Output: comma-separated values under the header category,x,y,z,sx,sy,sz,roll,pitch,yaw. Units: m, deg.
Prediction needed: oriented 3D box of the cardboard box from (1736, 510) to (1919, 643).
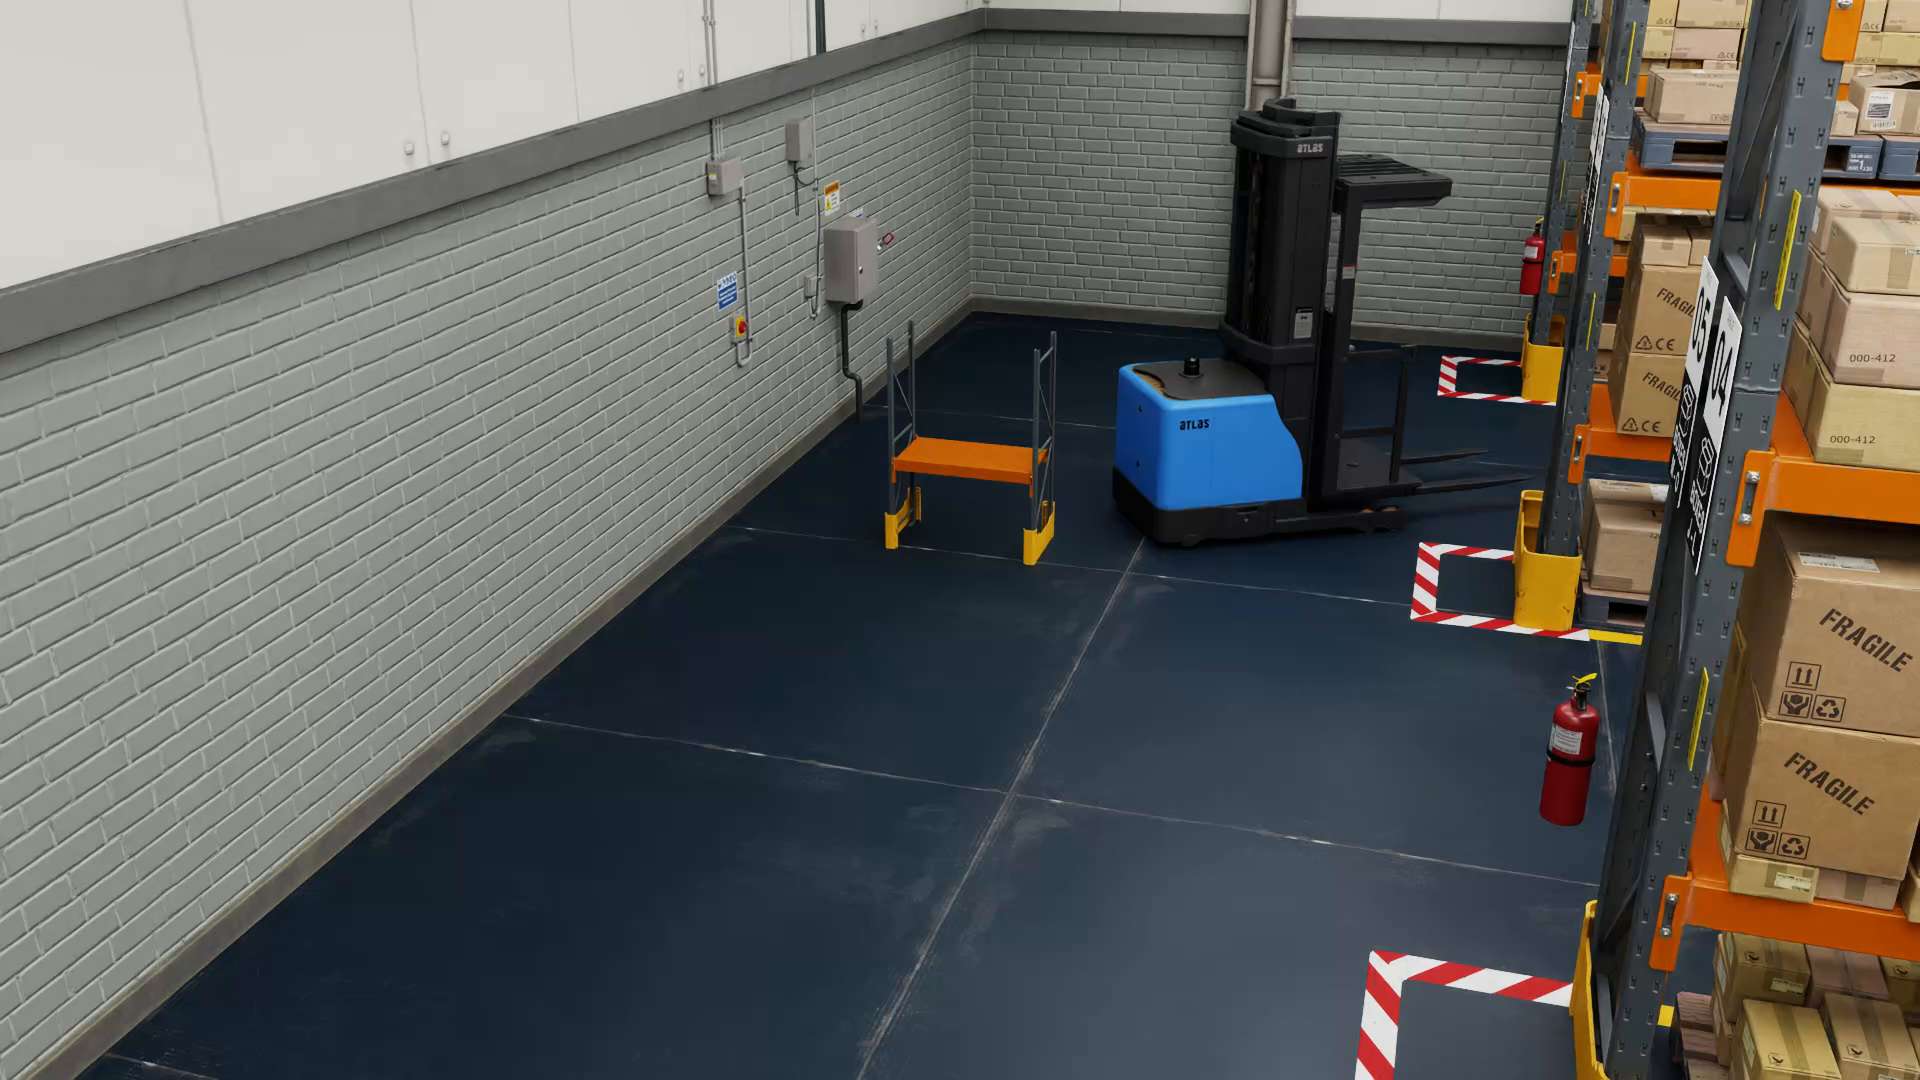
category,x,y,z,sx,sy,sz,roll,pitch,yaw
cardboard box,3.012,0.086,5.766,0.500,0.500,0.500,6,23,14

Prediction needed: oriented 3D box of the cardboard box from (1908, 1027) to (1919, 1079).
category,x,y,z,sx,sy,sz,roll,pitch,yaw
cardboard box,3.408,1.864,5.692,0.250,0.149,0.380,6,23,15

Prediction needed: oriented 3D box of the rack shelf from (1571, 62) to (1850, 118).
category,x,y,z,sx,sy,sz,roll,pitch,yaw
rack shelf,7.180,-3.676,13.775,4.000,0.370,1.077,7,23,16

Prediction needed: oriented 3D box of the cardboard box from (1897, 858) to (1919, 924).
category,x,y,z,sx,sy,sz,roll,pitch,yaw
cardboard box,3.215,1.106,5.453,0.250,0.149,0.380,6,23,14

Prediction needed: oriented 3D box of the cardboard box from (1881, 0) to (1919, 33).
category,x,y,z,sx,sy,sz,roll,pitch,yaw
cardboard box,7.571,-4.168,13.173,0.500,0.250,0.500,7,23,16

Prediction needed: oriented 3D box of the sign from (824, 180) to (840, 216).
category,x,y,z,sx,sy,sz,roll,pitch,yaw
sign,-1.038,-2.778,13.502,0.001,0.242,0.339,7,23,16

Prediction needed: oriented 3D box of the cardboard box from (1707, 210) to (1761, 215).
category,x,y,z,sx,sy,sz,roll,pitch,yaw
cardboard box,6.591,-2.651,14.087,0.500,0.250,0.500,6,23,14

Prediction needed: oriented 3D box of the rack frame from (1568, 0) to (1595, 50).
category,x,y,z,sx,sy,sz,roll,pitch,yaw
rack frame,5.265,-5.616,13.603,0.127,3.000,1.000,7,23,16

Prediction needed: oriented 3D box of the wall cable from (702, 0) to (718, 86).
category,x,y,z,sx,sy,sz,roll,pitch,yaw
wall cable,-1.692,-4.333,10.476,0.029,3.000,0.463,7,23,16

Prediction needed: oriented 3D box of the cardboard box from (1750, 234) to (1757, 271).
category,x,y,z,sx,sy,sz,roll,pitch,yaw
cardboard box,4.582,-1.633,9.494,0.250,0.149,0.380,7,23,17

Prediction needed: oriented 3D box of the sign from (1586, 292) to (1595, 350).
category,x,y,z,sx,sy,sz,roll,pitch,yaw
sign,3.669,-1.273,9.675,0.005,0.325,0.100,7,23,16

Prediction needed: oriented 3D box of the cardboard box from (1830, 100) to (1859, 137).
category,x,y,z,sx,sy,sz,roll,pitch,yaw
cardboard box,4.810,-2.346,9.229,0.250,0.149,0.380,7,23,17

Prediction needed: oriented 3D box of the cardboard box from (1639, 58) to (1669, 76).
category,x,y,z,sx,sy,sz,roll,pitch,yaw
cardboard box,5.762,-3.973,13.882,0.250,0.149,0.380,7,23,16

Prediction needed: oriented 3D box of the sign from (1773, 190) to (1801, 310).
category,x,y,z,sx,sy,sz,roll,pitch,yaw
sign,2.345,-0.822,4.717,0.005,0.325,0.100,7,23,16

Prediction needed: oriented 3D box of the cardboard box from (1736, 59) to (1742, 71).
category,x,y,z,sx,sy,sz,roll,pitch,yaw
cardboard box,6.464,-3.848,13.577,0.250,0.149,0.380,6,23,15

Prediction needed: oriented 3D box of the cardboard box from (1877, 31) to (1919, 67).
category,x,y,z,sx,sy,sz,roll,pitch,yaw
cardboard box,7.573,-3.933,13.259,0.500,0.250,0.500,7,23,17

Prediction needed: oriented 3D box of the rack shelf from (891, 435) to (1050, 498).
category,x,y,z,sx,sy,sz,roll,pitch,yaw
rack shelf,0.082,-0.518,11.531,1.000,0.185,0.538,7,23,16

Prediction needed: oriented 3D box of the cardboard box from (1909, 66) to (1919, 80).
category,x,y,z,sx,sy,sz,roll,pitch,yaw
cardboard box,7.696,-3.735,13.300,0.250,0.149,0.380,7,23,17

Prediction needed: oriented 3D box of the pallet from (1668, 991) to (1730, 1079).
category,x,y,z,sx,sy,sz,roll,pitch,yaw
pallet,3.342,2.173,6.193,1.213,0.211,1.003,7,23,16

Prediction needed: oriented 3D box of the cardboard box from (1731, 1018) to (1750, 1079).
category,x,y,z,sx,sy,sz,roll,pitch,yaw
cardboard box,2.929,1.911,5.970,0.250,0.149,0.380,8,23,18

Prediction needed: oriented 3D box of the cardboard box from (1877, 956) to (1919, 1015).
category,x,y,z,sx,sy,sz,roll,pitch,yaw
cardboard box,3.590,1.619,6.289,0.250,0.149,0.380,6,23,14

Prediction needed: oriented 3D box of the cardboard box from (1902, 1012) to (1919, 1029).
category,x,y,z,sx,sy,sz,roll,pitch,yaw
cardboard box,3.588,1.771,6.312,0.250,0.149,0.380,6,23,13

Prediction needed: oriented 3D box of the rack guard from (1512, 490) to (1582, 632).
category,x,y,z,sx,sy,sz,roll,pitch,yaw
rack guard,3.812,0.117,10.825,0.348,0.500,1.175,7,23,16

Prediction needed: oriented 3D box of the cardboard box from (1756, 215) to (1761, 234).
category,x,y,z,sx,sy,sz,roll,pitch,yaw
cardboard box,4.758,-1.862,10.053,0.250,0.149,0.380,6,23,15

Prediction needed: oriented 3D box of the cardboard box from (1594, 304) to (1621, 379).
category,x,y,z,sx,sy,sz,roll,pitch,yaw
cardboard box,5.823,-1.778,14.888,0.637,0.503,0.797,6,23,13

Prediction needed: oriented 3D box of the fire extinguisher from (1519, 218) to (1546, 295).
category,x,y,z,sx,sy,sz,roll,pitch,yaw
fire extinguisher,4.991,-2.480,14.457,0.183,0.674,0.296,7,23,16

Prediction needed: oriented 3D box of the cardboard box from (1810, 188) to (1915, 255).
category,x,y,z,sx,sy,sz,roll,pitch,yaw
cardboard box,2.905,-1.031,5.393,0.250,0.149,0.380,6,23,15

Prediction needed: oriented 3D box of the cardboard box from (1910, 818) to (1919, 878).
category,x,y,z,sx,sy,sz,roll,pitch,yaw
cardboard box,3.372,0.788,5.372,0.500,0.500,0.500,7,23,16

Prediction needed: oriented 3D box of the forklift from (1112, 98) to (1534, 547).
category,x,y,z,sx,sy,sz,roll,pitch,yaw
forklift,2.706,-1.595,11.796,3.031,2.935,1.130,-6,23,-13

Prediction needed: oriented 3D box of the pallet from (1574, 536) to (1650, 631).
category,x,y,z,sx,sy,sz,roll,pitch,yaw
pallet,4.623,0.313,10.729,1.213,0.211,1.003,7,23,16

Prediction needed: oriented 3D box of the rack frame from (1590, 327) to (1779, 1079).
category,x,y,z,sx,sy,sz,roll,pitch,yaw
rack frame,2.502,0.773,5.933,0.127,3.000,1.000,7,23,16

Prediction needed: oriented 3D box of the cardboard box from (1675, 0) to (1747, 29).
category,x,y,z,sx,sy,sz,roll,pitch,yaw
cardboard box,6.099,-4.325,13.556,0.500,0.250,0.500,6,23,15

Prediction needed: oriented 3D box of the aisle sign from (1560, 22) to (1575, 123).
category,x,y,z,sx,sy,sz,roll,pitch,yaw
aisle sign,5.115,-3.944,14.007,0.004,0.787,0.394,7,23,16

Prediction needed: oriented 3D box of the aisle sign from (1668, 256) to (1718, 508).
category,x,y,z,sx,sy,sz,roll,pitch,yaw
aisle sign,2.519,-0.547,5.725,0.004,0.787,0.394,7,23,16

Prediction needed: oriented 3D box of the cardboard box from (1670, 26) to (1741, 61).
category,x,y,z,sx,sy,sz,roll,pitch,yaw
cardboard box,6.104,-4.100,13.666,0.500,0.250,0.500,7,23,17

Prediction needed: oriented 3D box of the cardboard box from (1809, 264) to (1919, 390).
category,x,y,z,sx,sy,sz,roll,pitch,yaw
cardboard box,2.857,-0.633,4.947,0.500,0.250,0.500,7,23,16

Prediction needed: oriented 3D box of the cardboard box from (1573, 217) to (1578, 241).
category,x,y,z,sx,sy,sz,roll,pitch,yaw
cardboard box,5.660,-2.785,14.939,0.250,0.149,0.380,6,23,15

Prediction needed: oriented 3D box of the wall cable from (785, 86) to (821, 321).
category,x,y,z,sx,sy,sz,roll,pitch,yaw
wall cable,-1.172,-2.633,12.897,0.122,1.984,0.588,7,23,16

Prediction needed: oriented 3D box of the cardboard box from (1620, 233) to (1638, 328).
category,x,y,z,sx,sy,sz,roll,pitch,yaw
cardboard box,4.365,-1.579,10.218,0.500,0.500,0.500,7,23,17

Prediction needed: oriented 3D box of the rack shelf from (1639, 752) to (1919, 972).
category,x,y,z,sx,sy,sz,roll,pitch,yaw
rack shelf,4.417,1.325,5.535,4.000,0.370,1.077,7,23,16

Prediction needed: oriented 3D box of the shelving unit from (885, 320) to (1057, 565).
category,x,y,z,sx,sy,sz,roll,pitch,yaw
shelving unit,0.073,-0.686,11.465,1.083,1.500,0.587,7,23,16

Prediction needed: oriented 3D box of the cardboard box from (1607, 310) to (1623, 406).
category,x,y,z,sx,sy,sz,roll,pitch,yaw
cardboard box,4.373,-1.126,10.431,0.500,0.500,0.500,7,23,16
